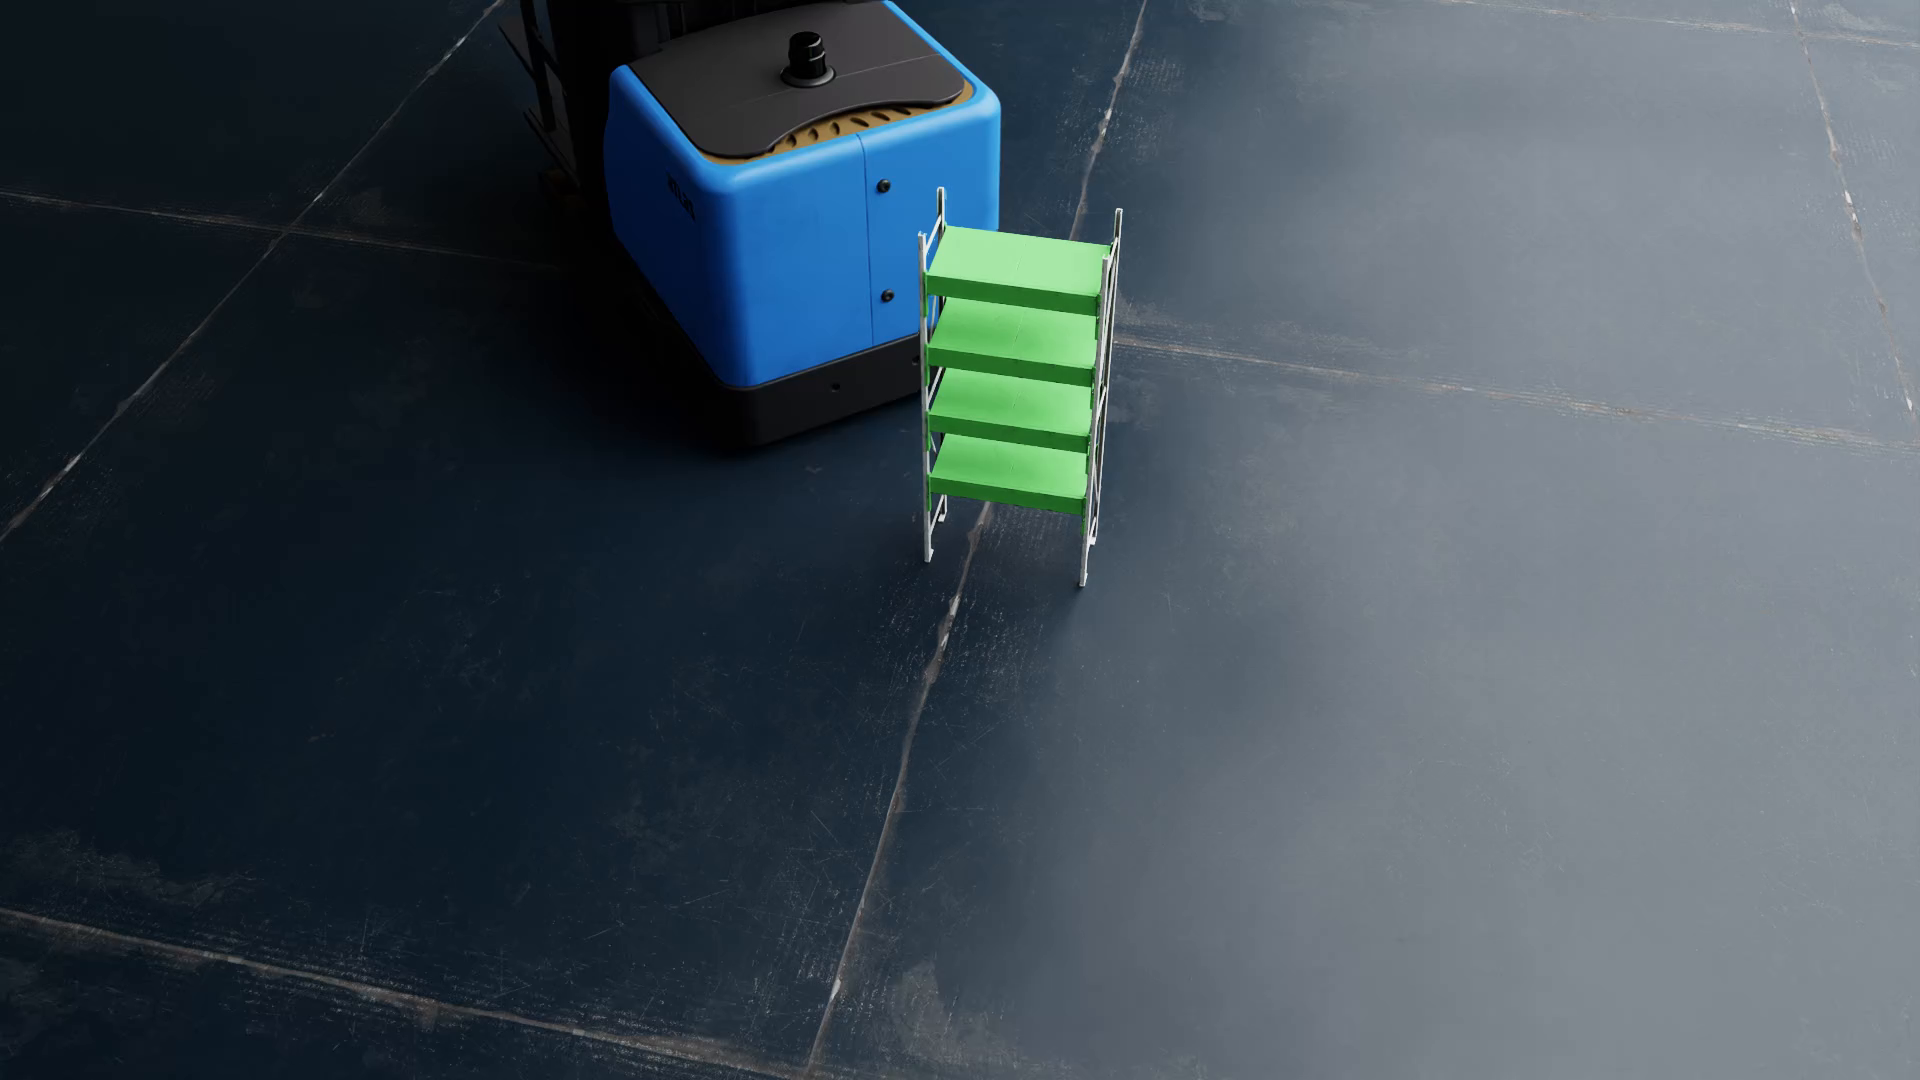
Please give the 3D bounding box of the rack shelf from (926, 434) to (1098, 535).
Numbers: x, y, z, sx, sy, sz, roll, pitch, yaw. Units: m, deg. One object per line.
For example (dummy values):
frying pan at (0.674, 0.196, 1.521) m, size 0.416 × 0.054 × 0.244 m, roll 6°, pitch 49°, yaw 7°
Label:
rack shelf at (0.162, -0.188, 5.019) m, size 0.480 × 0.148 × 0.258 m, roll 9°, pitch 45°, yaw 9°

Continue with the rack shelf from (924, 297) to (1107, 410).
rack shelf at (0.162, -0.534, 4.686) m, size 0.480 × 0.148 × 0.258 m, roll 9°, pitch 45°, yaw 9°

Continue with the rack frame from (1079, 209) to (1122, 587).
rack frame at (0.400, -0.370, 4.769) m, size 0.015 × 1.200 × 0.240 m, roll 9°, pitch 45°, yaw 9°

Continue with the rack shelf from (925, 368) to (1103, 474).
rack shelf at (0.162, -0.361, 4.852) m, size 0.480 × 0.148 × 0.258 m, roll 9°, pitch 45°, yaw 9°

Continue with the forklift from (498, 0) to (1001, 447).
forklift at (-1.007, -2.378, 5.607) m, size 1.130 × 2.935 × 3.031 m, roll -21°, pitch 48°, yaw -20°

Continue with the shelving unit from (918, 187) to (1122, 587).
shelving unit at (0.162, -0.407, 4.808) m, size 0.503 × 1.200 × 0.258 m, roll 9°, pitch 45°, yaw 9°

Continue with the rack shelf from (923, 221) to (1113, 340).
rack shelf at (0.162, -0.707, 4.519) m, size 0.480 × 0.148 × 0.258 m, roll 9°, pitch 45°, yaw 9°

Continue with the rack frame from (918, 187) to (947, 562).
rack frame at (-0.077, -0.444, 4.846) m, size 0.015 × 1.200 × 0.240 m, roll 9°, pitch 45°, yaw 9°
